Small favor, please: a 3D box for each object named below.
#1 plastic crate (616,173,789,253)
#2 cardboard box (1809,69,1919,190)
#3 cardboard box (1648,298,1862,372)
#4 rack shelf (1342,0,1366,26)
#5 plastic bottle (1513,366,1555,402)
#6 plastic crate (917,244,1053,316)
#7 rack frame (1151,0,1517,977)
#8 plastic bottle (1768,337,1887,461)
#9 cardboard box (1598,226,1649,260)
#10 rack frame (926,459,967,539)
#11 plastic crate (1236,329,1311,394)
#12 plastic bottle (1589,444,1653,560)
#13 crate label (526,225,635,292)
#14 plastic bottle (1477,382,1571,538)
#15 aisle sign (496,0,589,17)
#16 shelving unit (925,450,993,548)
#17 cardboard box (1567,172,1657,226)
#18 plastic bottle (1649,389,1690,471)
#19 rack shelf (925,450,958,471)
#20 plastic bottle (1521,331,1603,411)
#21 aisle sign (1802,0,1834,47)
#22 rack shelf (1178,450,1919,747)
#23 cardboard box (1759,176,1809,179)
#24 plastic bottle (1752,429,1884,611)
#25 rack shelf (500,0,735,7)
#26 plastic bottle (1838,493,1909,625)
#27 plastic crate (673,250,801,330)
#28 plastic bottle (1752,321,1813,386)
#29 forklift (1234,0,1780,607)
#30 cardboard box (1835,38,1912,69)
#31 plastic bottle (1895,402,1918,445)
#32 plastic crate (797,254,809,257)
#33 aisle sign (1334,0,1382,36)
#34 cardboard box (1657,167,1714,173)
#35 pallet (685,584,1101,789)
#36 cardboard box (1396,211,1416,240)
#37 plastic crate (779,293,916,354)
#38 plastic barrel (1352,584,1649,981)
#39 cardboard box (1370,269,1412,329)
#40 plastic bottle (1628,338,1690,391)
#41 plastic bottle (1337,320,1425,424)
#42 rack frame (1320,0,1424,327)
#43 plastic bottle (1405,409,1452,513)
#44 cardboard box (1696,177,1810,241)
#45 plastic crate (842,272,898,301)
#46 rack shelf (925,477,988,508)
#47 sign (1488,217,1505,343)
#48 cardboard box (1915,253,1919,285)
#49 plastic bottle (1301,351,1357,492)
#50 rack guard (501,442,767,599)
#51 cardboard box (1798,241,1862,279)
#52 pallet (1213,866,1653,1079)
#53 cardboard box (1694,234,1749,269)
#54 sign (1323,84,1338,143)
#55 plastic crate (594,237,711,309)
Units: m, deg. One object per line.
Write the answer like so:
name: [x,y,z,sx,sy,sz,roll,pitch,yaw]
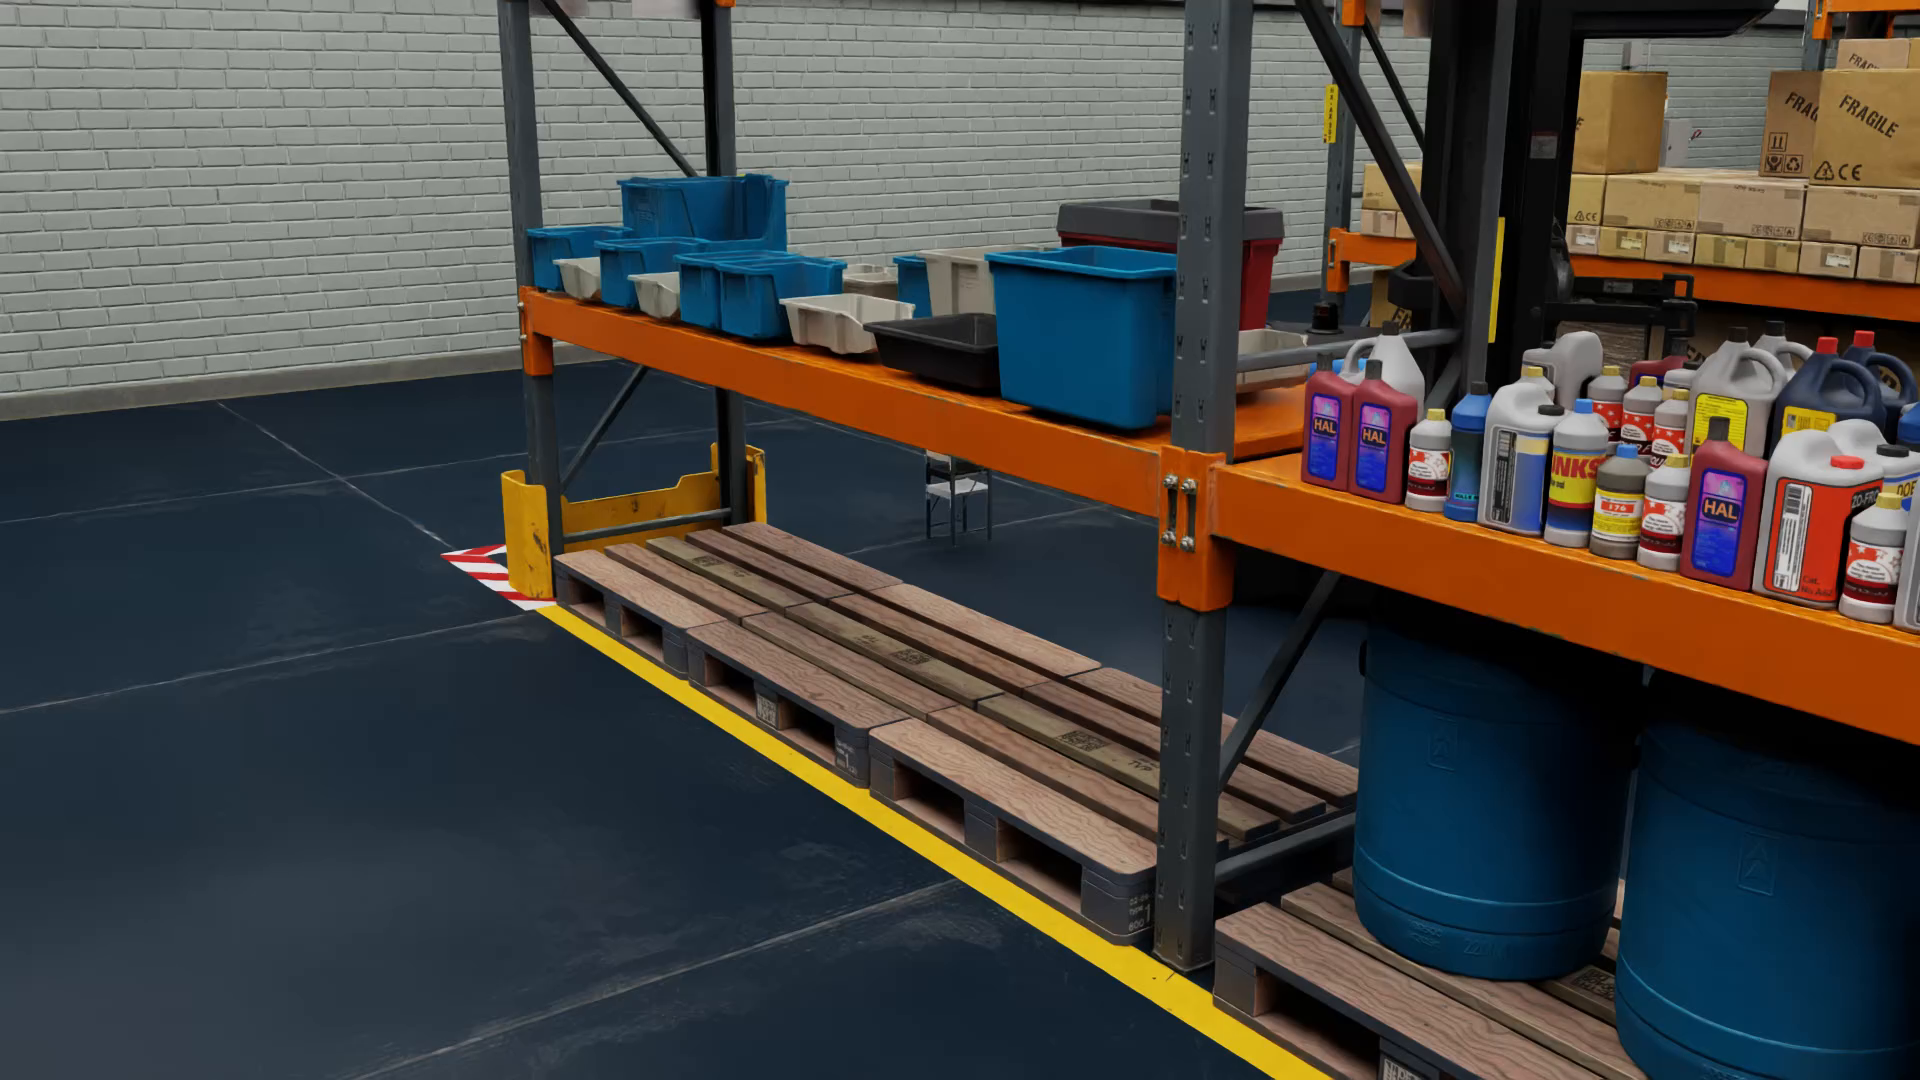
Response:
plastic crate: [-1.077,-1.312,7.008,0.616,0.435,0.499,-11,19,-35]
cardboard box: [4.156,-1.821,7.346,0.500,0.500,0.500,-11,19,-34]
cardboard box: [4.081,-0.747,8.352,0.875,0.875,0.875,-11,19,-35]
rack shelf: [3.757,-2.750,8.124,1.077,0.370,4.000,-11,19,-35]
plastic bottle: [1.330,-0.302,3.872,0.097,0.201,0.097,0,15,0]
plastic crate: [0.178,-0.781,5.359,0.437,0.282,0.530,-11,19,-35]
rack frame: [0.927,-0.455,4.055,1.000,3.000,0.127,-11,19,-35]
plastic bottle: [1.724,-0.224,3.304,0.144,0.351,0.185,-11,19,-35]
cardboard box: [3.429,-1.501,8.355,0.380,0.149,0.250,-11,19,-36]
rack frame: [-0.065,-0.457,8.043,0.240,0.900,0.006,-11,19,-35]
plastic crate: [0.769,-0.478,4.526,0.396,0.136,0.243,-11,19,-35]
plastic bottle: [1.209,-0.073,3.037,0.097,0.201,0.097,0,15,0]
crate label: [-1.546,-1.153,6.811,0.416,0.233,0.303,-11,19,-35]
plastic bottle: [1.106,-0.159,3.209,0.152,0.276,0.135,-11,19,-35]
aisle sign: [-1.707,-2.532,6.721,0.394,0.787,0.004,-11,19,-35]
shelving unit: [-0.005,-0.436,7.964,0.258,0.900,0.210,-11,19,-35]
cardboard box: [3.249,-1.787,8.642,0.500,0.250,0.500,-12,19,-36]
plastic bottle: [1.545,-0.224,3.587,0.097,0.201,0.097,0,15,0]
rack shelf: [-0.005,-0.404,7.972,0.258,0.077,0.200,-11,19,-35]
plastic bottle: [1.420,-0.361,3.948,0.152,0.276,0.135,-11,19,-35]
aisle sign: [6.367,-4.049,12.263,0.394,0.787,0.004,-11,19,-35]
rack shelf: [2.103,0.319,2.590,1.077,0.370,4.000,-11,19,-35]
cardboard box: [4.271,-1.652,8.152,0.500,0.250,0.500,-10,18,-33]
plastic bottle: [1.435,-0.039,2.772,0.152,0.276,0.135,-11,19,-35]
rack shelf: [-0.249,-1.982,5.315,1.077,0.370,4.000,-11,19,-35]
plastic bottle: [1.481,0.026,2.676,0.097,0.201,0.097,0,15,0]
plastic crate: [-0.772,-0.872,5.784,0.416,0.233,0.300,-11,19,-35]
plastic bottle: [1.732,-0.285,3.530,0.144,0.351,0.185,-11,19,-35]
forklift: [2.602,-1.131,6.655,3.031,2.935,1.130,6,16,22]
cardboard box: [6.702,-3.363,12.034,0.500,0.500,0.500,-11,19,-35]
plastic bottle: [1.932,-0.175,3.269,0.152,0.276,0.135,-11,19,-35]
plastic crate: [-0.799,-1.065,6.669,0.396,0.136,0.243,-11,19,-35]
aisle sign: [2.297,-3.300,9.528,0.394,0.787,0.004,-11,19,-35]
cardboard box: [3.678,-1.869,8.945,0.500,0.250,0.500,-12,19,-36]
pallet: [-0.258,0.479,5.928,1.003,0.211,1.213,-11,19,-35]
cardboard box: [2.675,-1.775,9.355,0.380,0.149,0.250,-11,19,-35]
plastic crate: [-0.340,-0.682,5.270,0.293,0.136,0.466,-11,19,-35]
plastic barrel: [1.233,0.474,3.843,0.600,0.901,0.708,-11,19,-35]
cardboard box: [3.023,-1.131,9.756,0.875,0.875,0.875,-11,19,-35]
plastic bottle: [1.593,-0.322,3.792,0.061,0.283,0.133,-11,19,-35]
plastic bottle: [0.896,-0.297,3.572,0.144,0.351,0.185,-11,19,-35]
rack frame: [2.582,-2.078,9.985,1.000,3.000,0.127,-11,19,-35]
plastic bottle: [0.959,-0.164,3.370,0.097,0.201,0.097,0,15,0]
cardboard box: [3.855,-1.567,7.841,0.500,0.250,0.500,-10,18,-33]
plastic crate: [-0.268,-0.884,6.011,0.298,0.136,0.250,-11,19,-35]
rack shelf: [-0.005,-0.230,8.020,0.258,0.077,0.200,-11,19,-35]
sign: [1.373,-0.673,4.329,0.100,0.325,0.005,-11,19,-35]
cardboard box: [4.337,-1.172,7.151,0.380,0.149,0.250,-10,18,-33]
plastic bottle: [0.798,-0.254,3.543,0.061,0.283,0.133,-11,19,-35]
rack guard: [-1.449,-0.106,7.517,1.175,0.500,0.348,-11,19,-35]
cardboard box: [4.036,-1.281,7.551,0.380,0.149,0.250,-10,18,-34]
pallet: [1.347,1.062,3.798,1.003,0.211,1.213,-11,19,-35]
cardboard box: [3.733,-1.391,7.952,0.380,0.149,0.250,-11,19,-35]
sign: [2.129,-2.449,9.550,0.100,0.325,0.005,-11,19,-35]
plastic crate: [-1.159,-1.013,6.297,0.416,0.233,0.300,-11,19,-35]
